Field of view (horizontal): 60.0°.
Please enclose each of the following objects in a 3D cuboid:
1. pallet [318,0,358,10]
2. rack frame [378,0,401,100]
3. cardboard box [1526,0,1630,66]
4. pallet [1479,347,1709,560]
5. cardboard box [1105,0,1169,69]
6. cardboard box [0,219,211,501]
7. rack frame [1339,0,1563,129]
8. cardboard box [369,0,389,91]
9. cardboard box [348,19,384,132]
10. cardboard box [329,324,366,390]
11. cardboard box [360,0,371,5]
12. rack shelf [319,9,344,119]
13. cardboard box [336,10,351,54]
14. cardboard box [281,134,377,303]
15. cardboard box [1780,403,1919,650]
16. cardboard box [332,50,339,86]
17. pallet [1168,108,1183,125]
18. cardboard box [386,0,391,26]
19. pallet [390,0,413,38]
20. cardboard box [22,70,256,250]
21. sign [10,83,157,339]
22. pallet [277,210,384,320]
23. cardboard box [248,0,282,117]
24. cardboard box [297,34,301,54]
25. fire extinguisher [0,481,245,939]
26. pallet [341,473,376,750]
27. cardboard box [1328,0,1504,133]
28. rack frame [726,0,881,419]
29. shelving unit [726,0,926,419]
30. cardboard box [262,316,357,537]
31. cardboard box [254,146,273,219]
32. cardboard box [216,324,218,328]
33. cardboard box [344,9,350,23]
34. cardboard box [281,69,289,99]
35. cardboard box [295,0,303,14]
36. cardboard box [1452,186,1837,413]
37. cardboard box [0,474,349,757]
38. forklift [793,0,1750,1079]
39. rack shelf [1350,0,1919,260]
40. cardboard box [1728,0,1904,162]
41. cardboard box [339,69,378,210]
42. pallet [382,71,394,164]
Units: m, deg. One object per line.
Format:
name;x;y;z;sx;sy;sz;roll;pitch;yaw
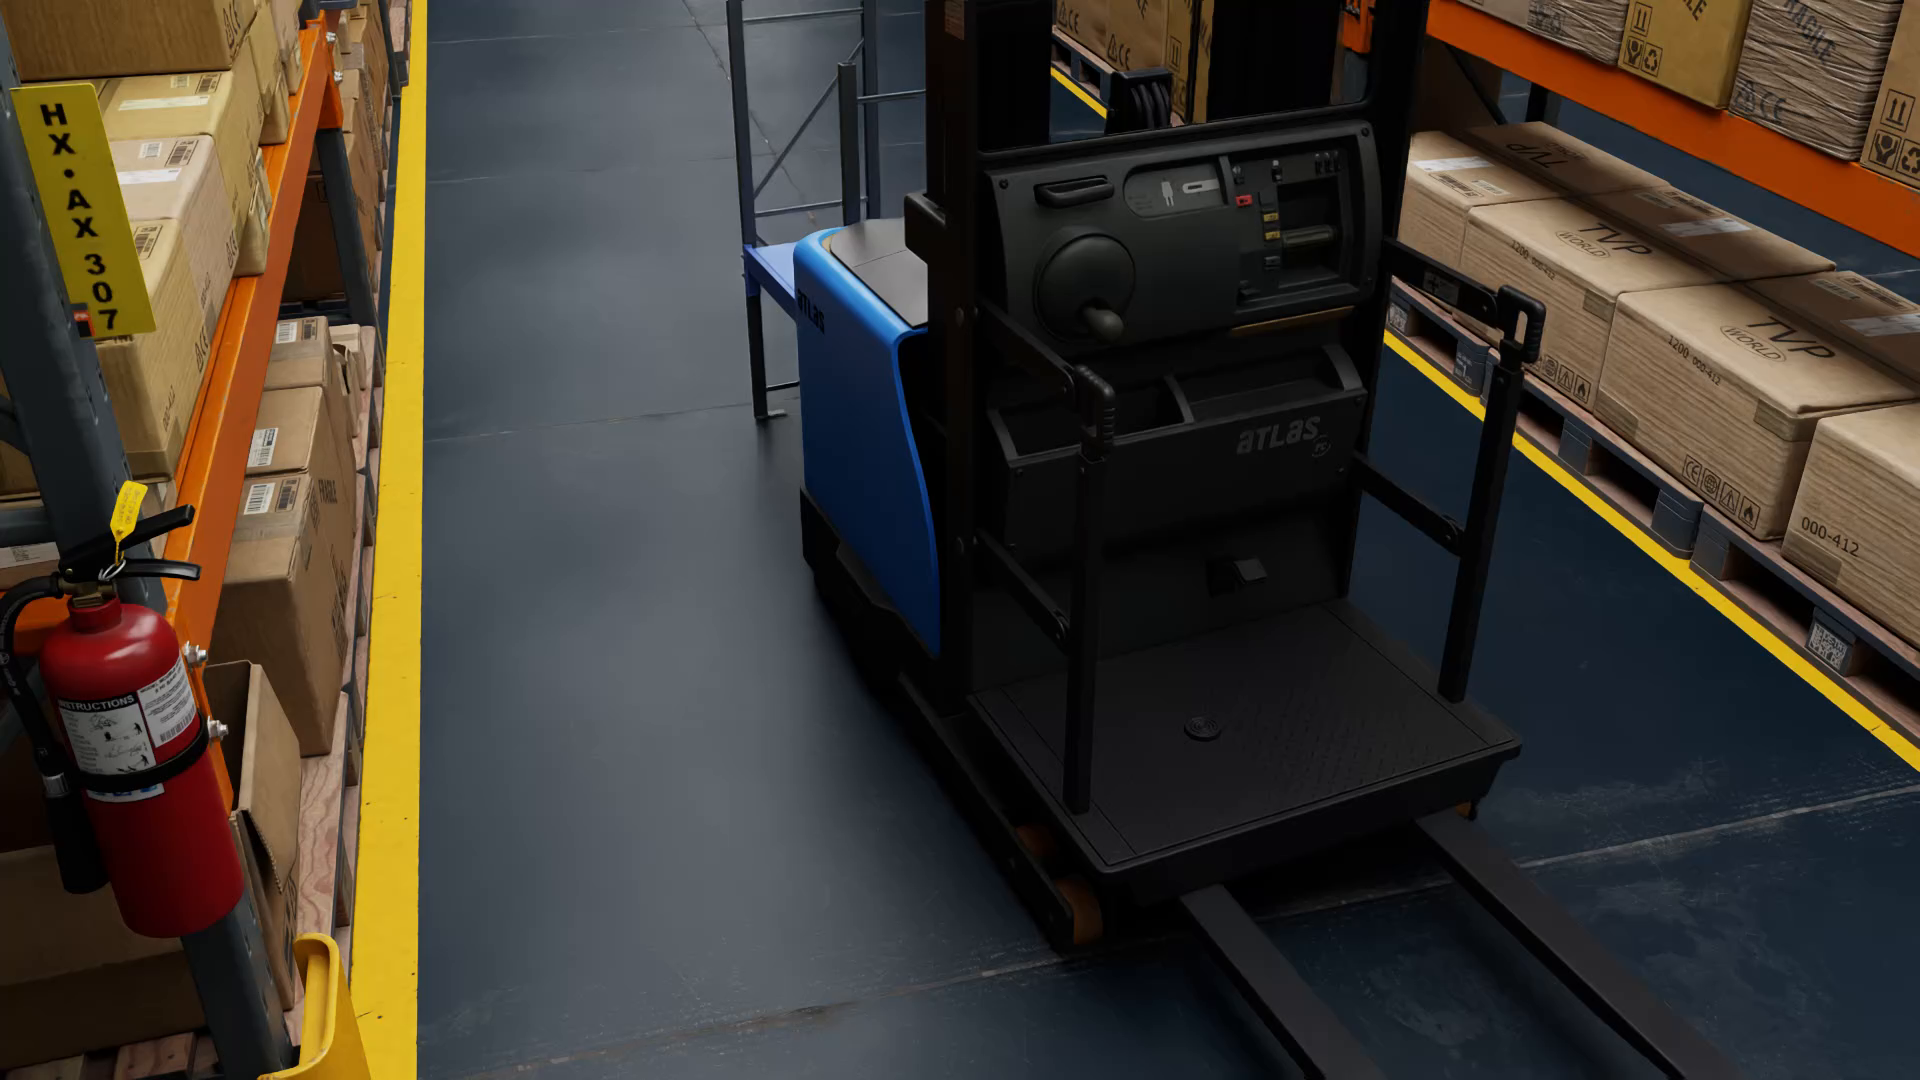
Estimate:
pallet;-2.798;-2.212;6.269;1.003;0.211;1.213;-8;31;-13
rack frame;-3.753;-3.827;8.867;1.000;3.000;0.127;-8;31;-13
cardboard box;2.221;-1.854;5.359;0.500;0.500;0.500;-8;31;-13
pallet;2.547;-0.382;5.699;1.003;0.211;1.213;-8;31;-13
cardboard box;1.368;-2.975;9.097;0.875;0.875;0.875;-7;31;-13
cardboard box;-1.490;-0.282;2.595;0.500;0.250;0.500;-8;31;-13
rack frame;2.093;-2.557;6.673;1.000;3.000;0.127;-8;31;-13
cardboard box;-3.433;-2.751;9.085;0.500;0.500;0.500;-7;31;-12
cardboard box;-3.169;-2.255;8.228;0.500;0.500;0.500;-7;31;-11
cardboard box;-2.260;-0.613;5.741;0.380;0.149;0.250;-9;31;-15
cardboard box;-3.275;-2.875;8.651;0.380;0.149;0.250;-9;31;-16
rack shelf;-3.222;-2.549;7.378;1.077;0.370;4.000;-8;31;-13
cardboard box;-3.053;-2.358;7.759;0.380;0.149;0.250;-9;31;-16
cardboard box;-2.603;-1.258;6.506;0.500;0.500;0.500;-7;31;-11
cardboard box;2.883;-0.003;4.399;0.875;0.438;0.875;-9;31;-15
cardboard box;-2.873;-1.986;7.116;0.380;0.149;0.250;-8;31;-13
pallet;1.489;-2.303;9.018;1.003;0.211;1.213;-8;31;-13
cardboard box;-3.905;-3.284;9.880;0.875;0.625;0.625;-7;31;-12
pallet;-4.254;-3.611;11.278;1.003;0.211;1.213;-8;31;-13
cardboard box;-1.762;-0.770;3.438;0.500;0.250;0.500;-8;31;-14
sign;-1.106;-0.410;2.099;0.100;0.325;0.005;-8;31;-13
pallet;-2.944;-1.076;6.898;1.003;0.211;1.213;-8;31;-13
cardboard box;-2.054;-1.262;4.290;0.500;0.250;0.500;-8;31;-14
cardboard box;-2.273;-1.543;5.172;0.380;0.149;0.250;-7;31;-12
fire extinguisher;-1.145;0.242;2.288;0.296;0.674;0.183;-8;31;-13
pallet;-2.182;0.234;4.635;1.003;0.211;1.213;-8;31;-13
cardboard box;1.852;-2.108;7.599;0.875;0.875;0.875;-7;31;-12
rack frame;-0.511;-1.142;5.726;0.500;1.500;0.032;-13;32;-21
shelving unit;-0.304;-0.910;5.324;0.538;1.500;1.048;-13;32;-21
cardboard box;-2.165;-0.290;4.833;0.700;0.500;0.500;-9;31;-15
cardboard box;-1.836;-0.803;3.893;0.380;0.149;0.250;-7;31;-12
cardboard box;-1.676;-0.419;3.230;0.380;0.149;0.250;-7;31;-12
cardboard box;-3.222;-2.608;8.190;0.380;0.149;0.250;-7;31;-12
cardboard box;-2.137;-1.290;4.735;0.380;0.149;0.250;-7;31;-12
cardboard box;-2.321;-1.745;5.123;0.500;0.250;0.500;-7;31;-12
cardboard box;2.395;-0.880;5.914;0.875;0.438;0.875;-9;31;-15
cardboard box;-1.890;0.211;3.967;0.700;0.500;0.500;-7;31;-11
forklift;0.589;-0.610;3.377;1.130;2.935;3.031;-13;32;-21
rack shelf;2.624;-1.279;5.184;1.077;0.370;4.000;-8;31;-13
cardboard box;2.507;-1.357;4.501;0.500;0.500;0.500;-7;31;-12
cardboard box;-2.882;-1.756;7.365;0.500;0.500;0.500;-9;31;-15
pallet;-3.591;-2.254;8.934;1.003;0.211;1.213;-8;31;-13
